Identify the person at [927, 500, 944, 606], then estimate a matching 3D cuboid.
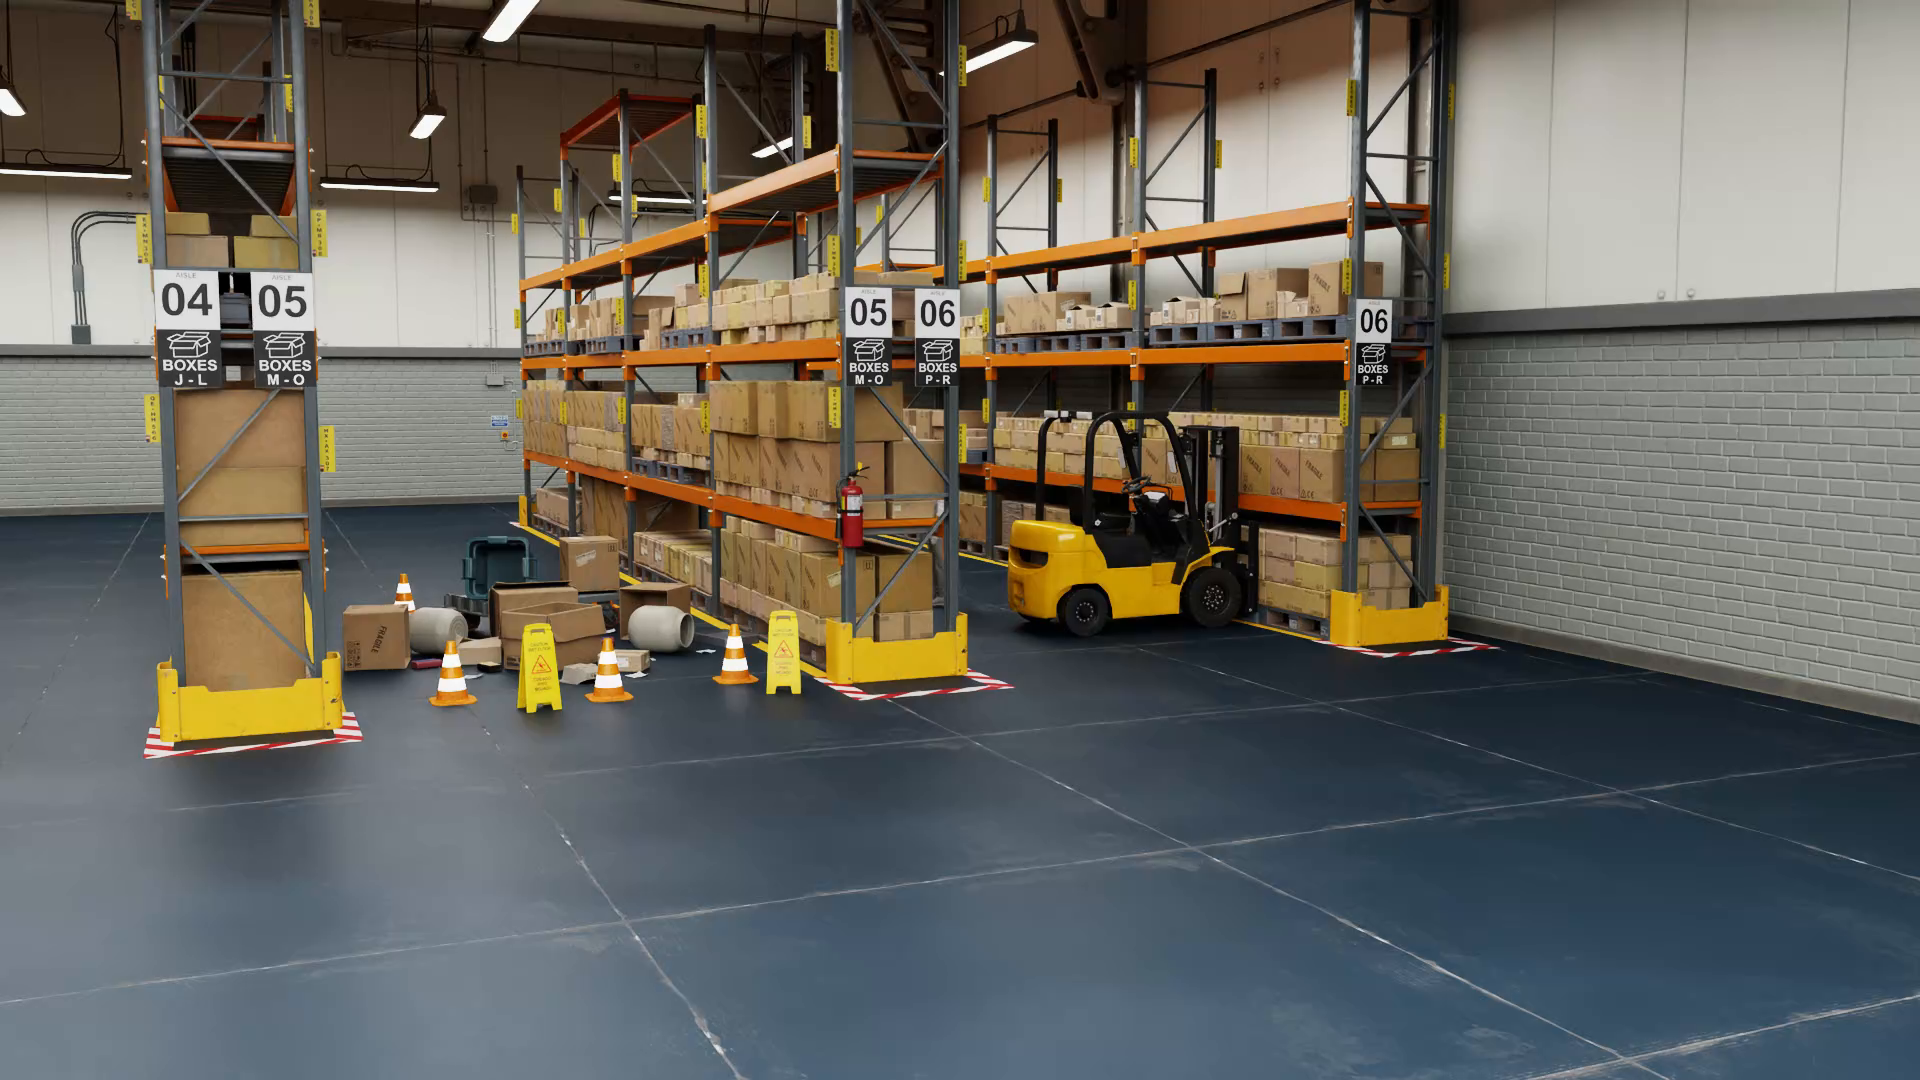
[{"bbox_3d":[-0.239,-0.123,18.065,0.351,1.709,0.512,-1,6,-12],"label":"person"}]
